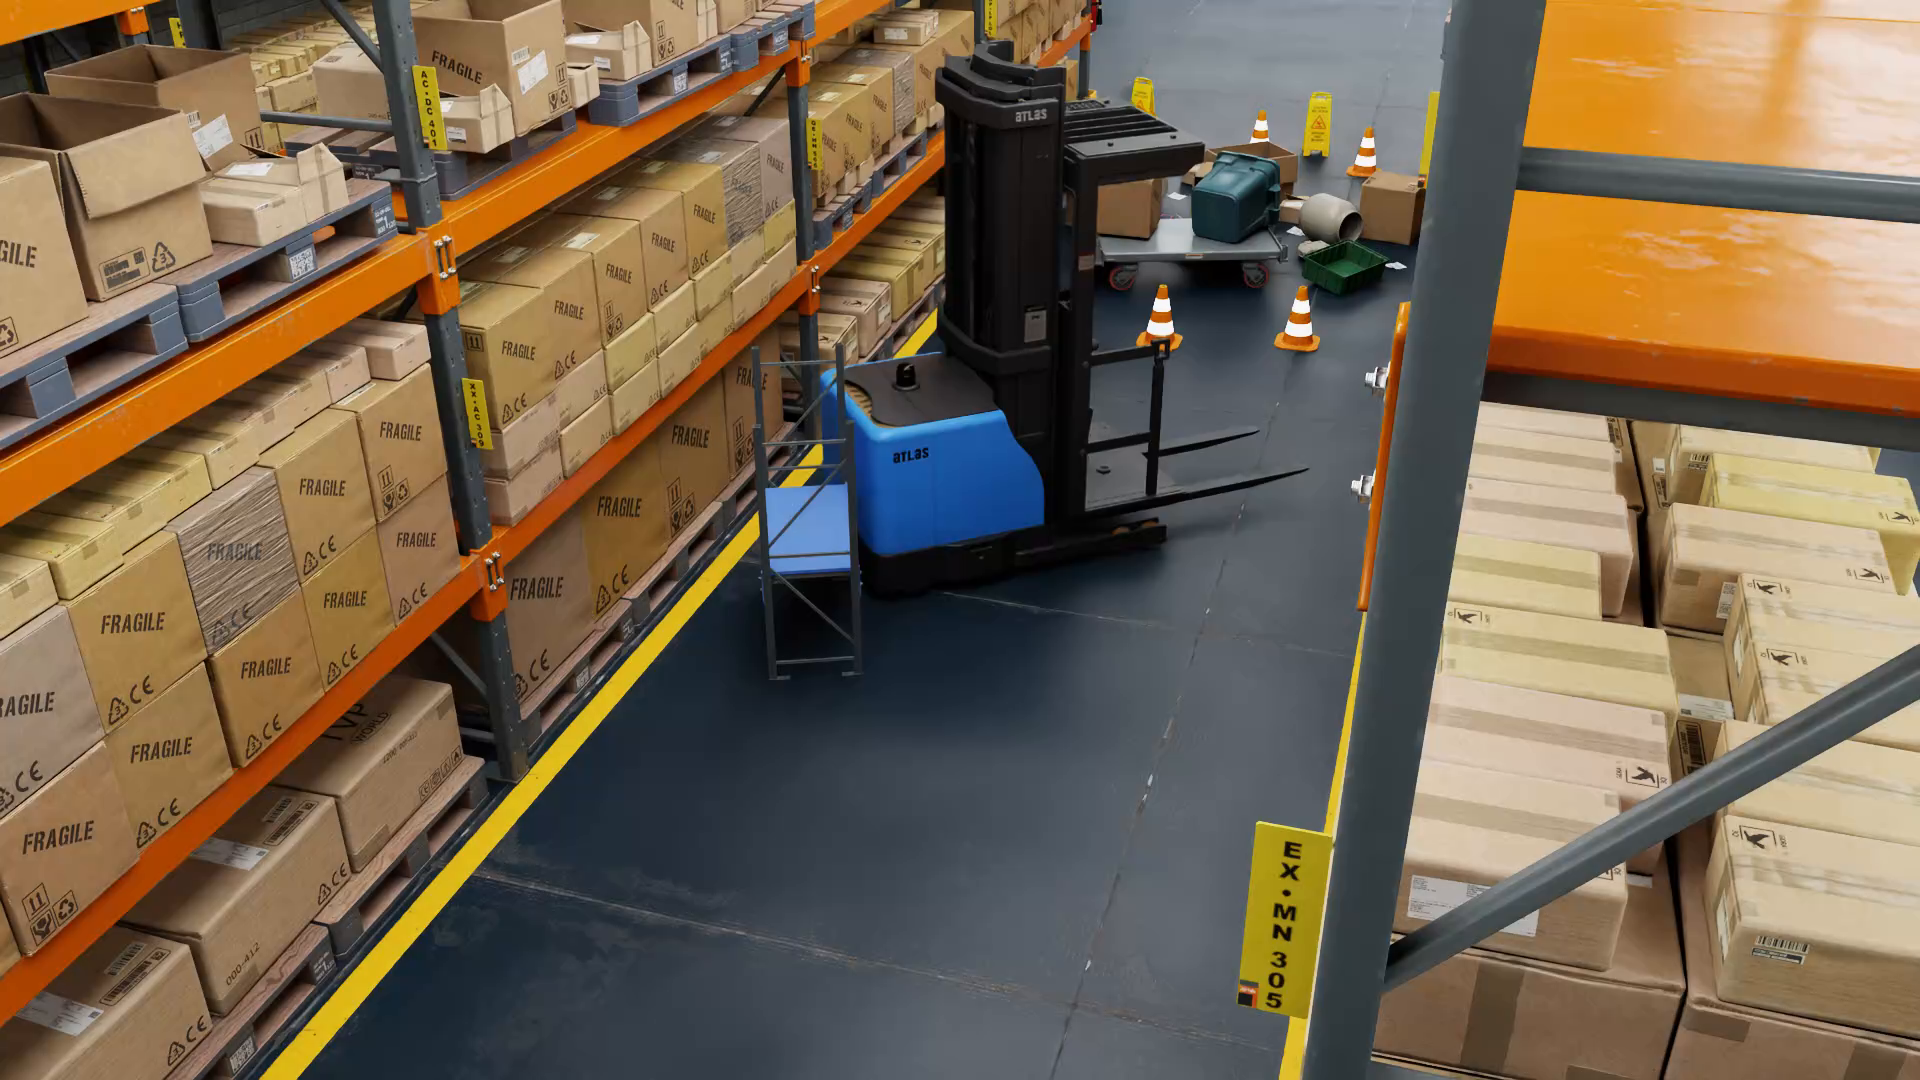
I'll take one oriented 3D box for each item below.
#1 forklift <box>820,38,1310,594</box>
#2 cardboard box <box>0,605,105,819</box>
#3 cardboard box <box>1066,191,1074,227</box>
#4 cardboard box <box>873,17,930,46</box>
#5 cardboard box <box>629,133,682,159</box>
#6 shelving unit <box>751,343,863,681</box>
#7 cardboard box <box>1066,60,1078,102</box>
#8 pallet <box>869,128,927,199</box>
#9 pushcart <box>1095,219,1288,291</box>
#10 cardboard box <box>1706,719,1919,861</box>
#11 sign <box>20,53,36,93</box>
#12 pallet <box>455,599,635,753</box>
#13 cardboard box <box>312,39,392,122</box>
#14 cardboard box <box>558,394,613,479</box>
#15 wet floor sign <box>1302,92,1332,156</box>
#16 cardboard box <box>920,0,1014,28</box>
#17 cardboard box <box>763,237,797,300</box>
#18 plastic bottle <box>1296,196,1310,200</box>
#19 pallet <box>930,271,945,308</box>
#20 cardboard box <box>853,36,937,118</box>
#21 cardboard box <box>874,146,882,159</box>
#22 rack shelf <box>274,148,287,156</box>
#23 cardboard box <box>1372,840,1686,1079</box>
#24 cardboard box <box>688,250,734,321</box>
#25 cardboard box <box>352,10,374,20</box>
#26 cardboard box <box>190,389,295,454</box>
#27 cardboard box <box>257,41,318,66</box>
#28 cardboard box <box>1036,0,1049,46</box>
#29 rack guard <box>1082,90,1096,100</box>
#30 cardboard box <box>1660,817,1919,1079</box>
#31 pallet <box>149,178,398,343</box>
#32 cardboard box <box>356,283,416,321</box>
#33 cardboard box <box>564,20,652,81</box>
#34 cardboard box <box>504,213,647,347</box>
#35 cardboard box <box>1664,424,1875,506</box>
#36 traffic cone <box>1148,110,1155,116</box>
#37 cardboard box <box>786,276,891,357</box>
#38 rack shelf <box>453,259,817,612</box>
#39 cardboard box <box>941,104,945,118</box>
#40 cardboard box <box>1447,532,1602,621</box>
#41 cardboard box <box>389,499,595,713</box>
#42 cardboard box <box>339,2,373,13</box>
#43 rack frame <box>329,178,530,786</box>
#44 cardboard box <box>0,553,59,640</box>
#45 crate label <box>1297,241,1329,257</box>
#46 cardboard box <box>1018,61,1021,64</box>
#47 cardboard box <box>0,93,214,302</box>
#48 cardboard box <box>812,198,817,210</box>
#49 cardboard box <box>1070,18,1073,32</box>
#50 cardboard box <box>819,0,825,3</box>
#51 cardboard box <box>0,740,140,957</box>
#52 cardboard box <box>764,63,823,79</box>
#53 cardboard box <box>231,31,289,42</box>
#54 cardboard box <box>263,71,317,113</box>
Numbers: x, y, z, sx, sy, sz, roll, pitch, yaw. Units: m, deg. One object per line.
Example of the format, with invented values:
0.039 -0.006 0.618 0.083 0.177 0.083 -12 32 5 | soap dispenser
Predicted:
0.719 -1.417 9.818 3.031 2.935 1.130 -11 31 -20 | forklift
-3.095 0.504 5.162 0.500 0.500 0.500 8 30 14 | cardboard box
1.340 -3.140 15.414 0.500 0.500 0.500 -17 34 -28 | cardboard box
-0.442 -3.869 12.646 0.380 0.149 0.250 7 30 13 | cardboard box
-1.964 -2.123 9.885 0.500 0.500 0.500 9 30 15 | cardboard box
-0.834 -0.165 9.038 0.538 1.500 1.048 -3 29 -6 | shelving unit
0.913 -4.687 17.250 0.500 0.500 0.500 9 30 15 | cardboard box
-0.907 -2.911 12.630 1.003 0.211 1.213 8 30 15 | pallet
1.919 -2.480 14.355 1.648 0.377 0.936 -1 29 -3 | pushcart
1.369 0.436 2.560 0.380 0.149 0.250 10 31 17 | cardboard box
-6.727 -3.359 12.047 0.100 0.325 0.005 8 30 15 | sign
-2.469 0.639 8.919 1.003 0.211 1.213 8 30 15 | pallet
-2.565 -2.105 7.558 0.500 0.311 0.500 8 30 15 | cardboard box
-2.091 -0.552 8.346 0.500 0.250 0.500 8 30 14 | cardboard box
3.777 -4.395 17.521 0.267 0.644 0.232 3 29 6 | wet floor sign
0.062 -4.712 14.233 0.700 0.500 0.500 8 30 14 | cardboard box
-1.349 -1.731 10.466 0.500 0.250 0.500 7 30 13 | cardboard box
3.343 -3.257 16.076 0.133 0.061 0.283 -1 29 -3 | plastic bottle
-0.502 -2.347 14.287 1.003 0.211 1.213 8 30 15 | pallet
-0.493 -3.568 12.773 0.500 0.500 0.500 10 30 17 | cardboard box
-0.794 -2.899 12.238 0.380 0.149 0.250 10 31 17 | cardboard box
-5.608 -3.391 14.035 1.077 0.370 4.000 8 30 15 | rack shelf
0.856 0.594 2.686 0.500 0.250 0.500 8 30 13 | cardboard box
-1.626 -1.481 9.502 0.500 0.250 0.500 8 30 14 | cardboard box
-5.090 -4.542 14.595 0.380 0.149 0.250 8 30 15 | cardboard box
-2.730 -0.444 6.199 0.380 0.149 0.250 8 30 14 | cardboard box
-5.467 -3.945 13.521 0.380 0.149 0.250 8 30 15 | cardboard box
0.535 -4.972 15.728 0.500 0.500 0.500 9 30 15 | cardboard box
0.877 -4.659 18.146 1.175 0.500 0.348 8 30 15 | rack guard
1.345 0.673 2.545 0.500 0.250 0.500 9 30 16 | cardboard box
-2.873 -1.103 6.189 1.003 0.211 1.213 8 30 15 | pallet
-2.732 -0.934 7.748 0.500 0.500 0.500 9 30 16 | cardboard box
-1.752 -2.445 8.215 0.396 0.266 0.258 11 31 19 | cardboard box
-1.947 -1.327 8.454 0.500 0.500 0.500 8 30 14 | cardboard box
1.761 -0.165 3.641 0.380 0.149 0.250 10 30 17 | cardboard box
2.006 -4.294 17.529 0.336 0.463 0.334 8 30 15 | traffic cone
-1.065 -1.709 12.543 0.950 0.372 0.625 8 30 14 | cardboard box
-2.036 -0.825 9.423 1.077 0.370 4.000 8 30 15 | rack shelf
-0.298 -3.478 13.278 0.380 0.149 0.250 8 30 14 | cardboard box
0.996 0.116 3.136 0.380 0.149 0.250 9 30 16 | cardboard box
-2.518 0.235 8.530 0.875 0.875 0.875 9 30 16 | cardboard box
-5.458 -4.712 14.899 0.380 0.149 0.250 7 30 13 | cardboard box
-2.623 -0.210 7.577 1.000 3.000 0.127 8 30 15 | rack frame
-3.033 0.158 5.116 0.380 0.149 0.250 9 30 15 | cardboard box
3.151 -2.557 14.741 0.298 0.136 0.250 -12 31 -20 | crate label
0.352 -4.410 15.385 0.380 0.149 0.250 8 30 15 | cardboard box
-2.988 -1.162 5.562 0.797 0.503 0.637 11 31 19 | cardboard box
-1.176 -2.267 11.102 0.380 0.149 0.250 7 30 12 | cardboard box
0.930 -5.223 16.847 0.380 0.149 0.250 8 30 14 | cardboard box
-1.161 -3.863 10.955 0.700 0.500 0.500 8 30 15 | cardboard box
-3.093 0.950 5.389 0.500 0.500 0.500 8 30 15 | cardboard box
-1.293 -3.154 12.028 0.500 0.500 0.500 6 30 11 | cardboard box
-5.821 -4.127 13.848 0.380 0.149 0.250 9 30 15 | cardboard box
-5.512 -3.573 13.262 0.500 0.250 0.500 8 30 14 | cardboard box
